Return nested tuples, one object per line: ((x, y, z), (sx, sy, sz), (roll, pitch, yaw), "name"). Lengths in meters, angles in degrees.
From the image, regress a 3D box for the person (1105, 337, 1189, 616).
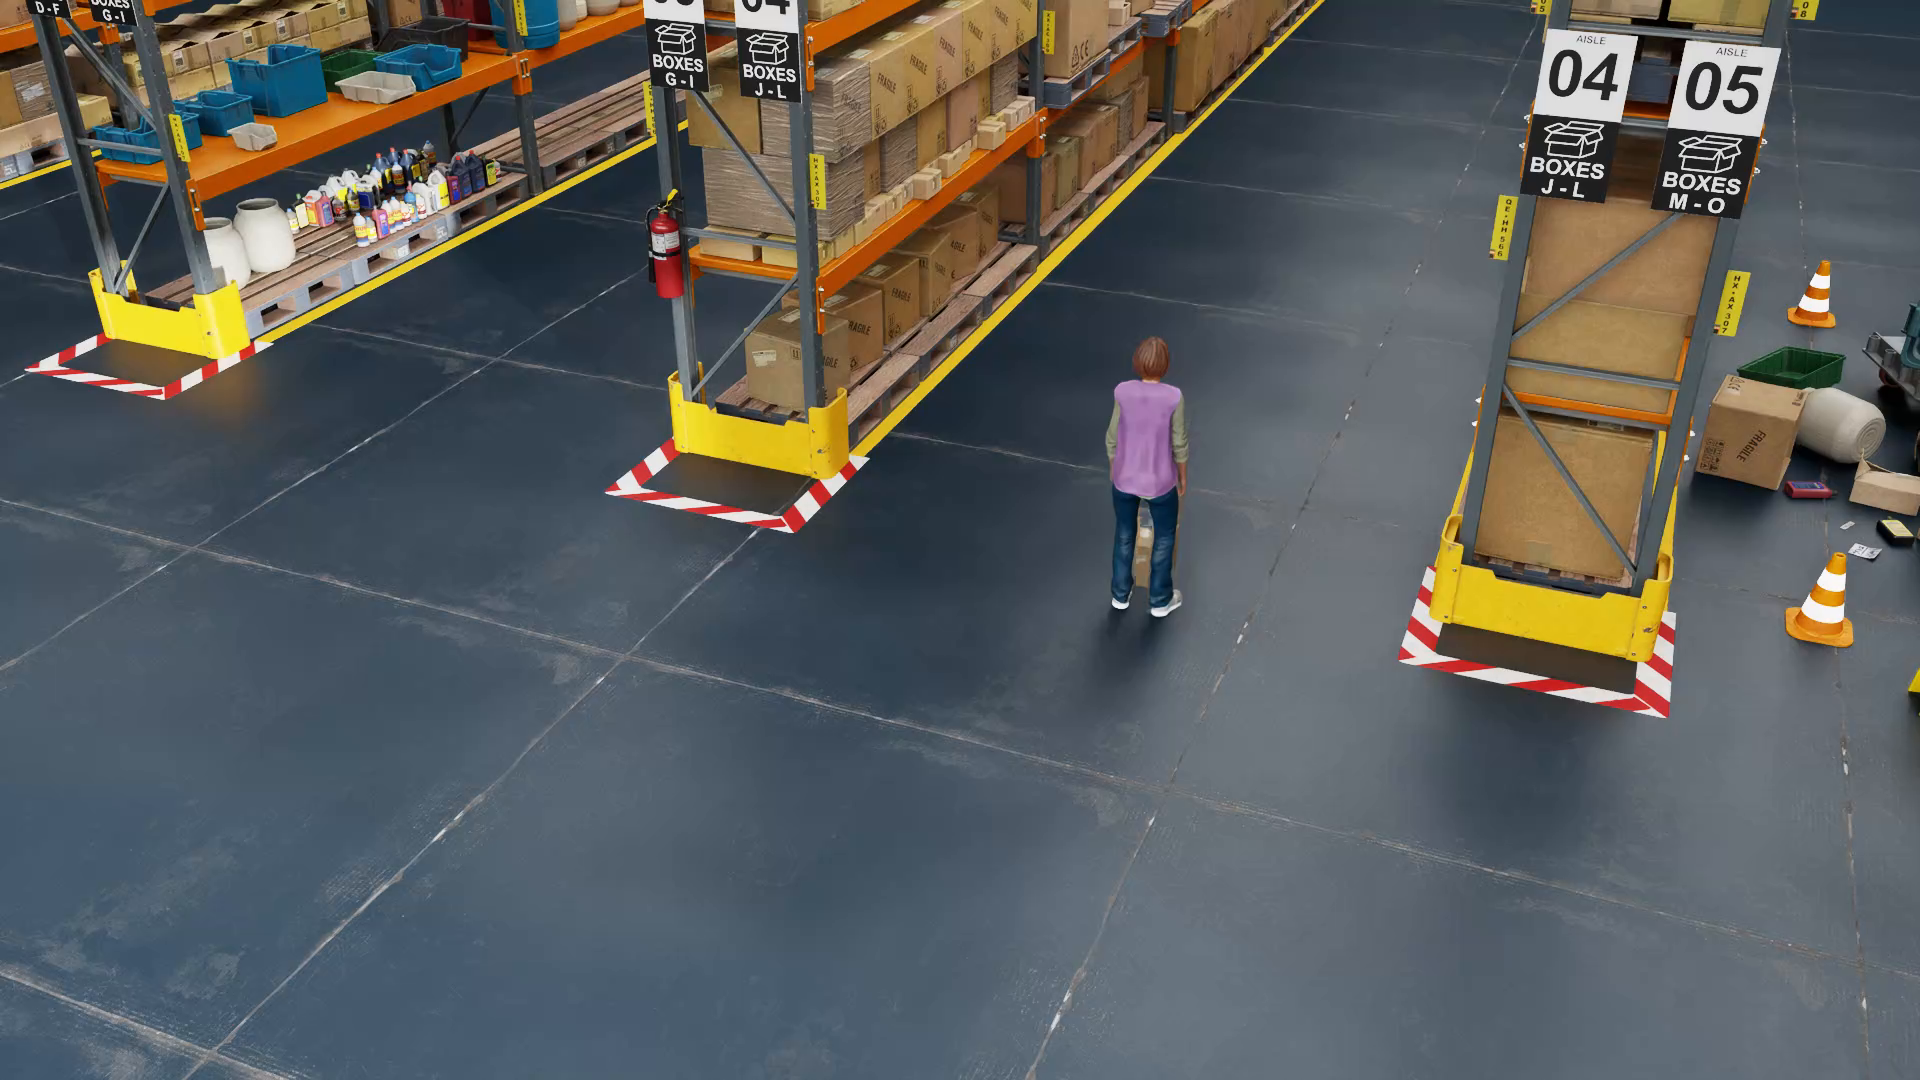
((1.000, -0.310, 8.959), (0.459, 1.566, 0.343), (10, 32, 17), "person")
